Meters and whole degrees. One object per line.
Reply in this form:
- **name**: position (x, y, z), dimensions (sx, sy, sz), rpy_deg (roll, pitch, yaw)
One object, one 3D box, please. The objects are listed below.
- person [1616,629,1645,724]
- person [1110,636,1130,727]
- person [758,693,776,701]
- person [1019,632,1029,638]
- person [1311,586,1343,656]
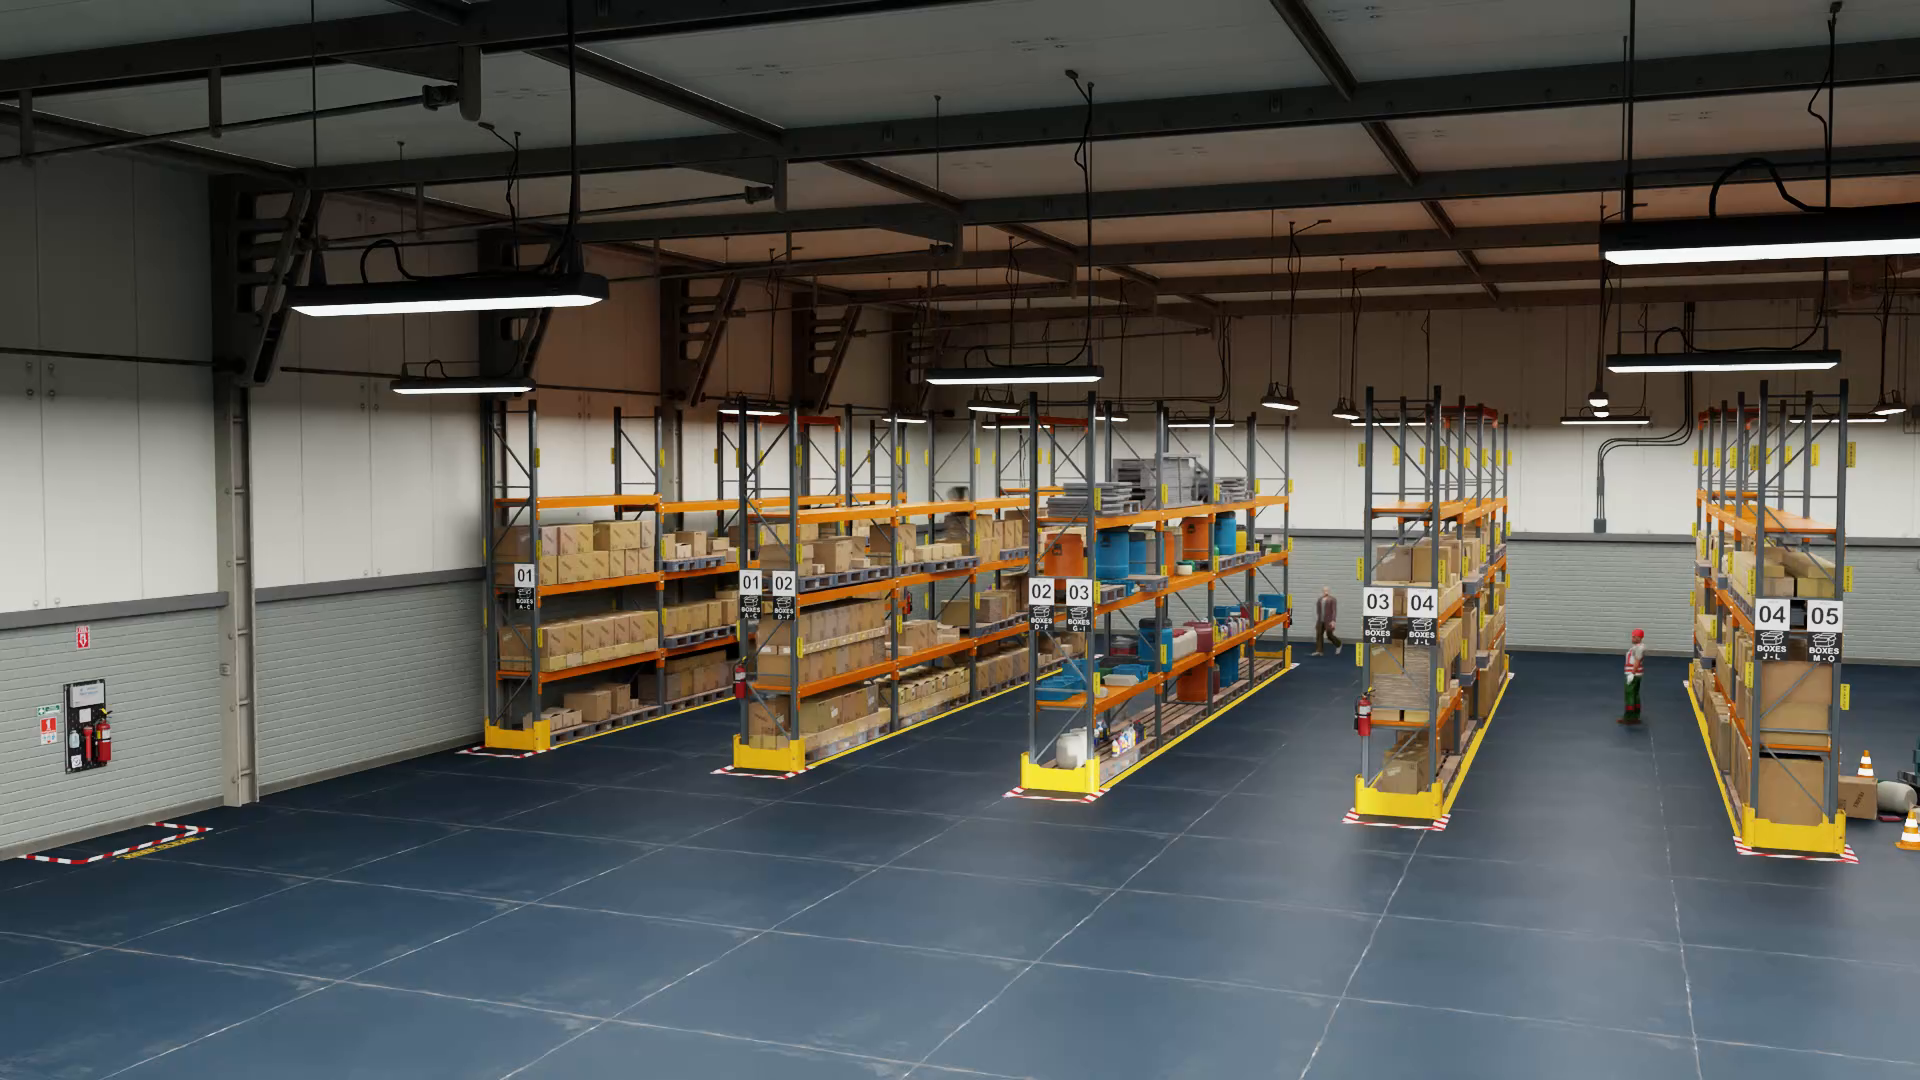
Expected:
- **person**: position (12.647, 2.565, 31.310), dimensions (0.492, 1.789, 0.610), rpy_deg (2, 3, 33)
- **person**: position (2.968, 2.621, 31.035), dimensions (0.434, 1.687, 0.622), rpy_deg (1, 3, 23)
- **person**: position (-3.906, 2.424, 34.103), dimensions (0.485, 1.779, 0.560), rpy_deg (-2, 3, -29)
- **person**: position (1.480, 1.866, 46.314), dimensions (0.649, 1.726, 1.000), rpy_deg (-3, 4, -44)
- **person**: position (9.246, 2.046, 41.961), dimensions (0.890, 1.762, 0.597), rpy_deg (-2, 4, -40)
